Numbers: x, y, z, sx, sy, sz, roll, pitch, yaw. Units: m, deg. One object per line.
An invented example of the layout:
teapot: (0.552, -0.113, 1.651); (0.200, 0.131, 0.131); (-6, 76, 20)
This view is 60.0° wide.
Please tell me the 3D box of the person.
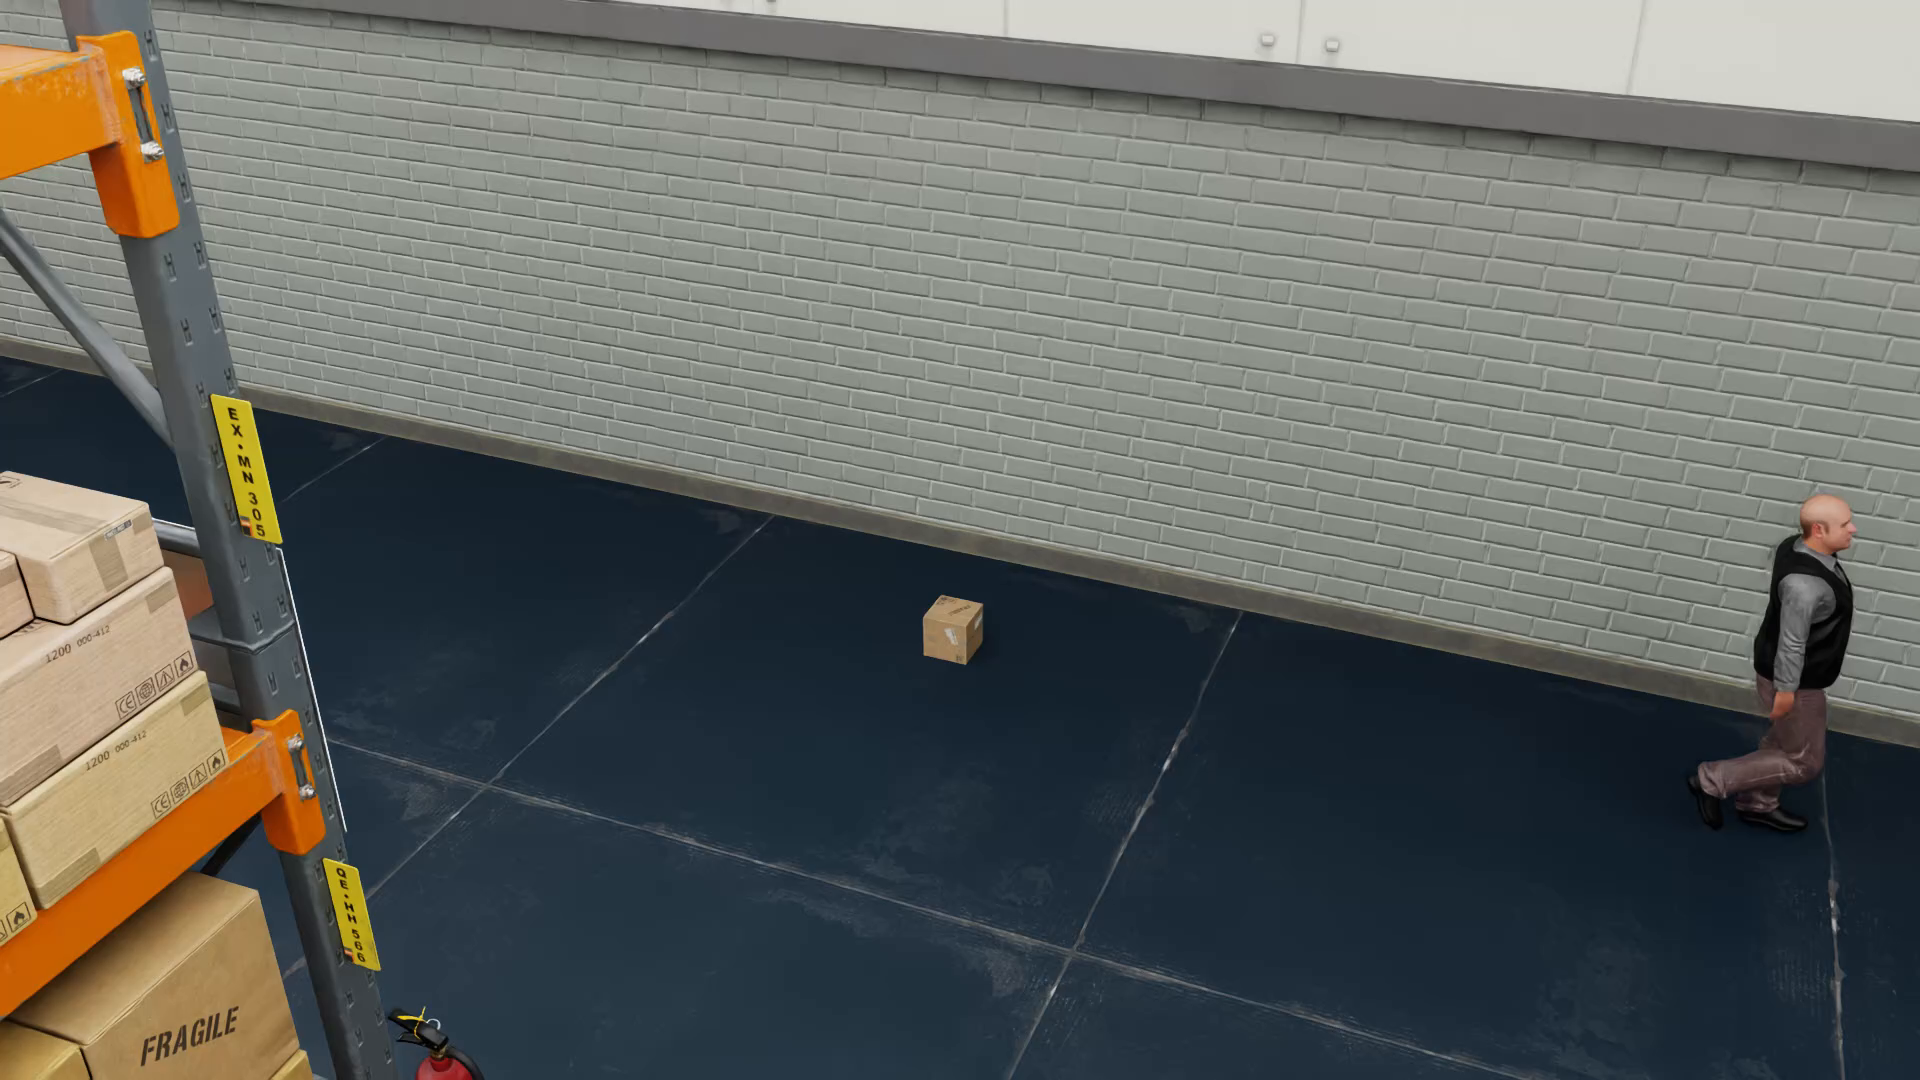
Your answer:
person: (3.653, 0.577, 7.364); (0.564, 1.710, 0.537); (12, 32, 21)
